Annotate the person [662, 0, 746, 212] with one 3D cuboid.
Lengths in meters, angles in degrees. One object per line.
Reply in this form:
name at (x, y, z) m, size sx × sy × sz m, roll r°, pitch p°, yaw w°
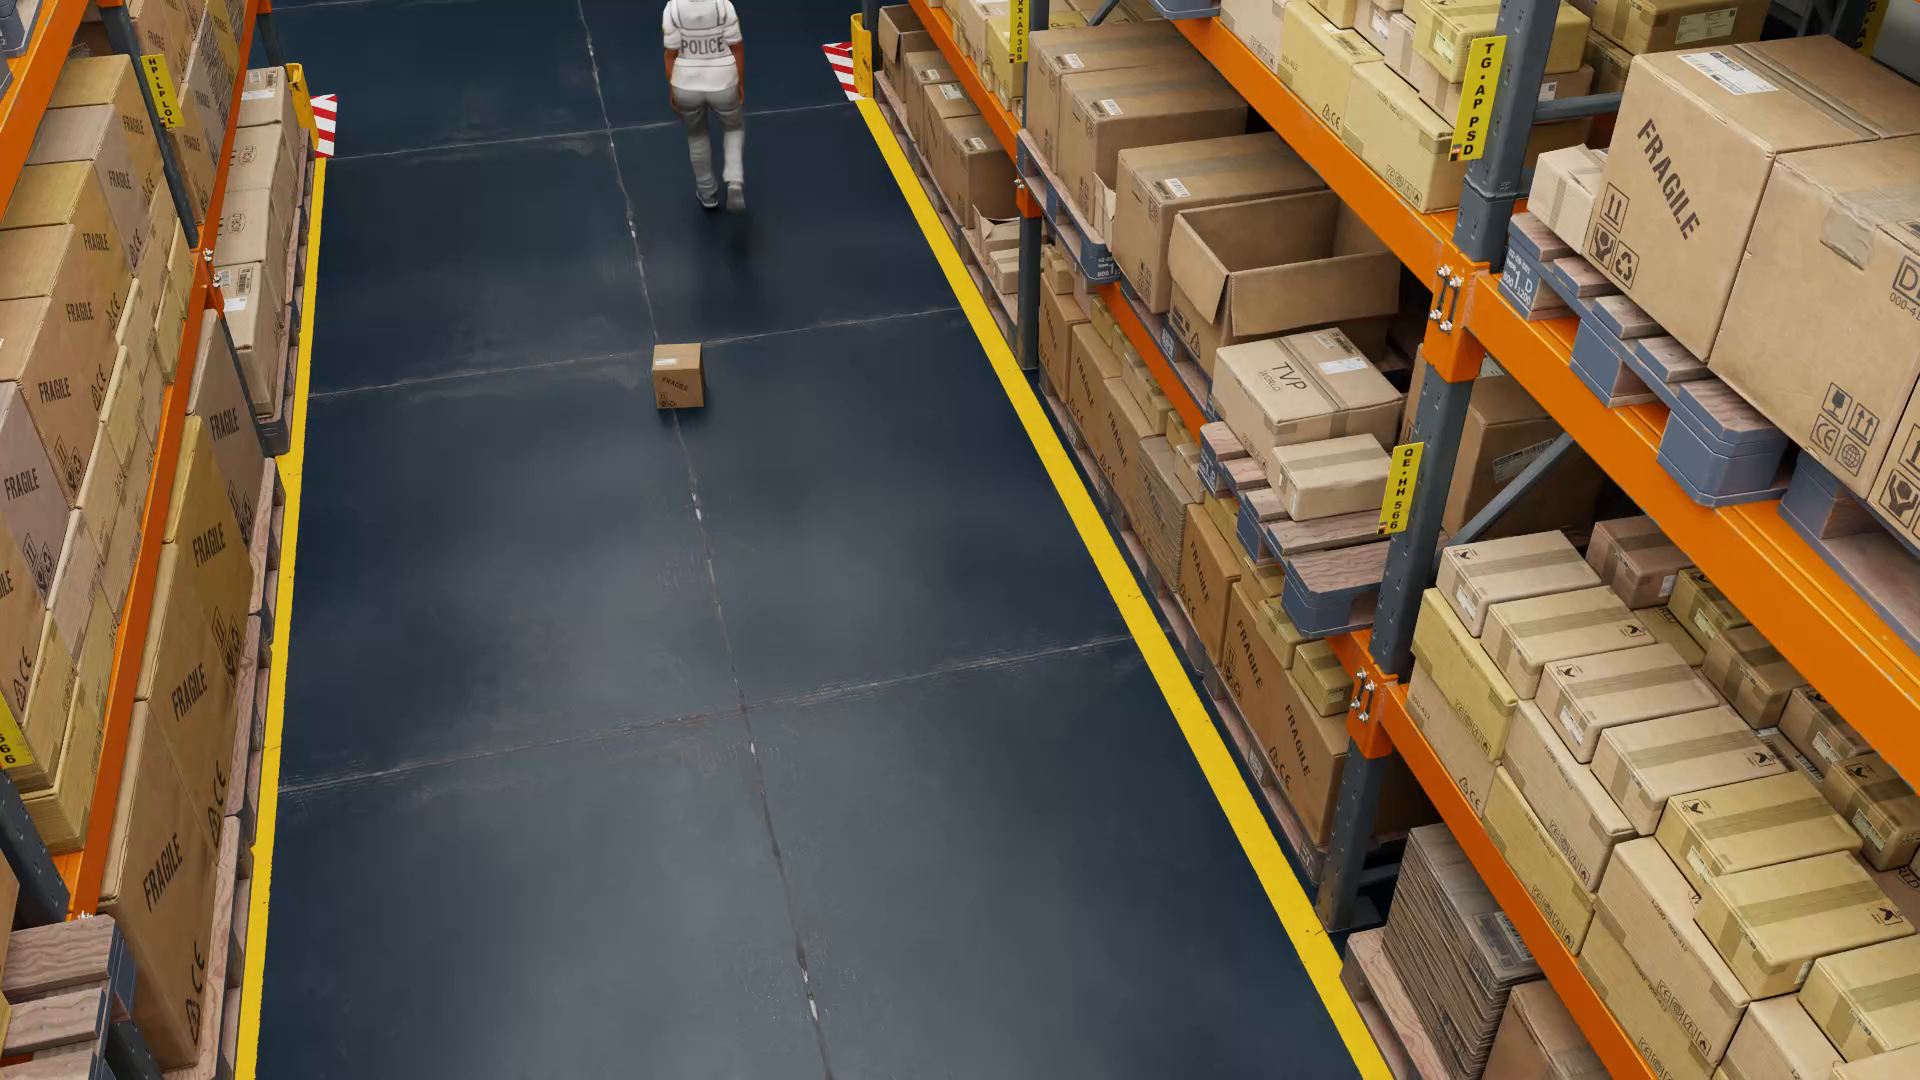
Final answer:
person at (-1.549, -2.773, 10.179) m, size 0.488 × 1.647 × 0.608 m, roll -6°, pitch 39°, yaw -8°
